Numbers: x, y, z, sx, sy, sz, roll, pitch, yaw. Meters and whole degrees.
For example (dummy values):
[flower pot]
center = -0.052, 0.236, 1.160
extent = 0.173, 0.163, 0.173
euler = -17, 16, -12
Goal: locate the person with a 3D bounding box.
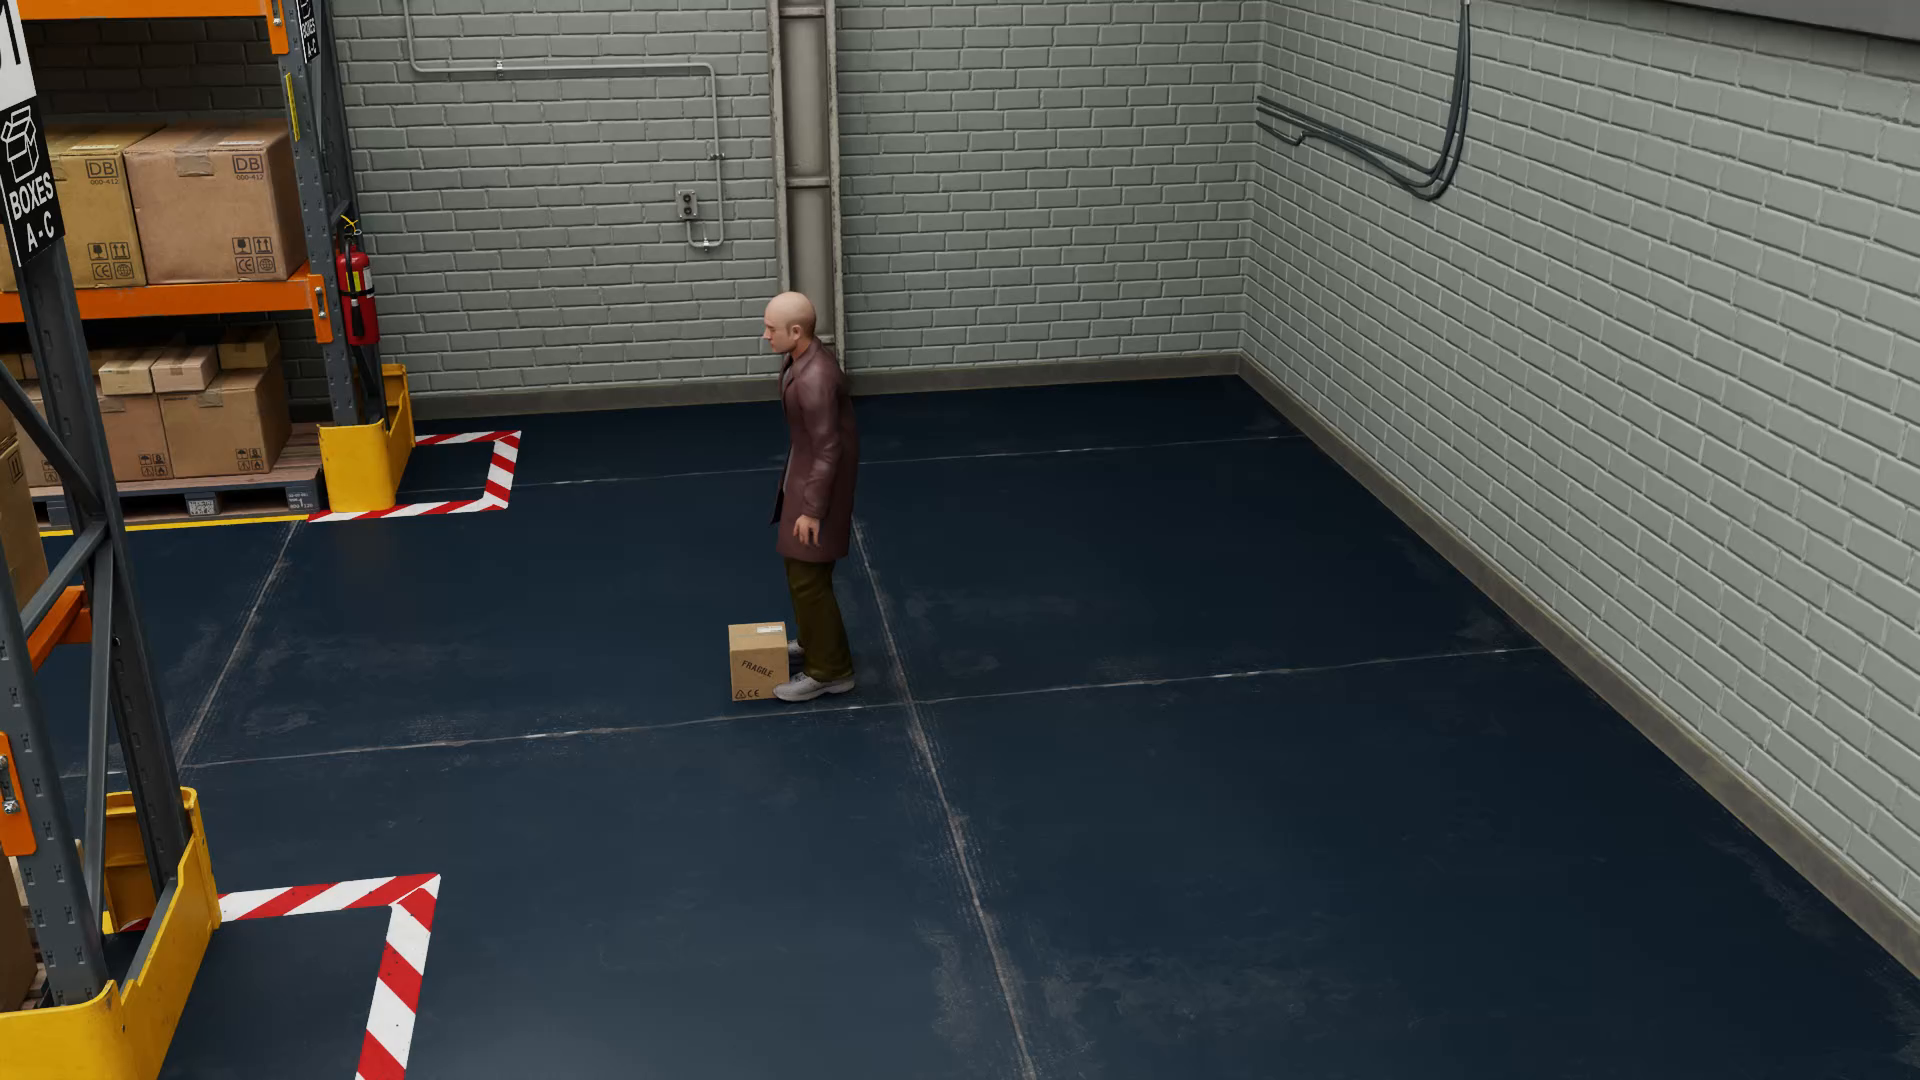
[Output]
[person]
center = -0.642, -0.194, 7.072
extent = 0.427, 1.773, 0.640
euler = -4, 23, -10
